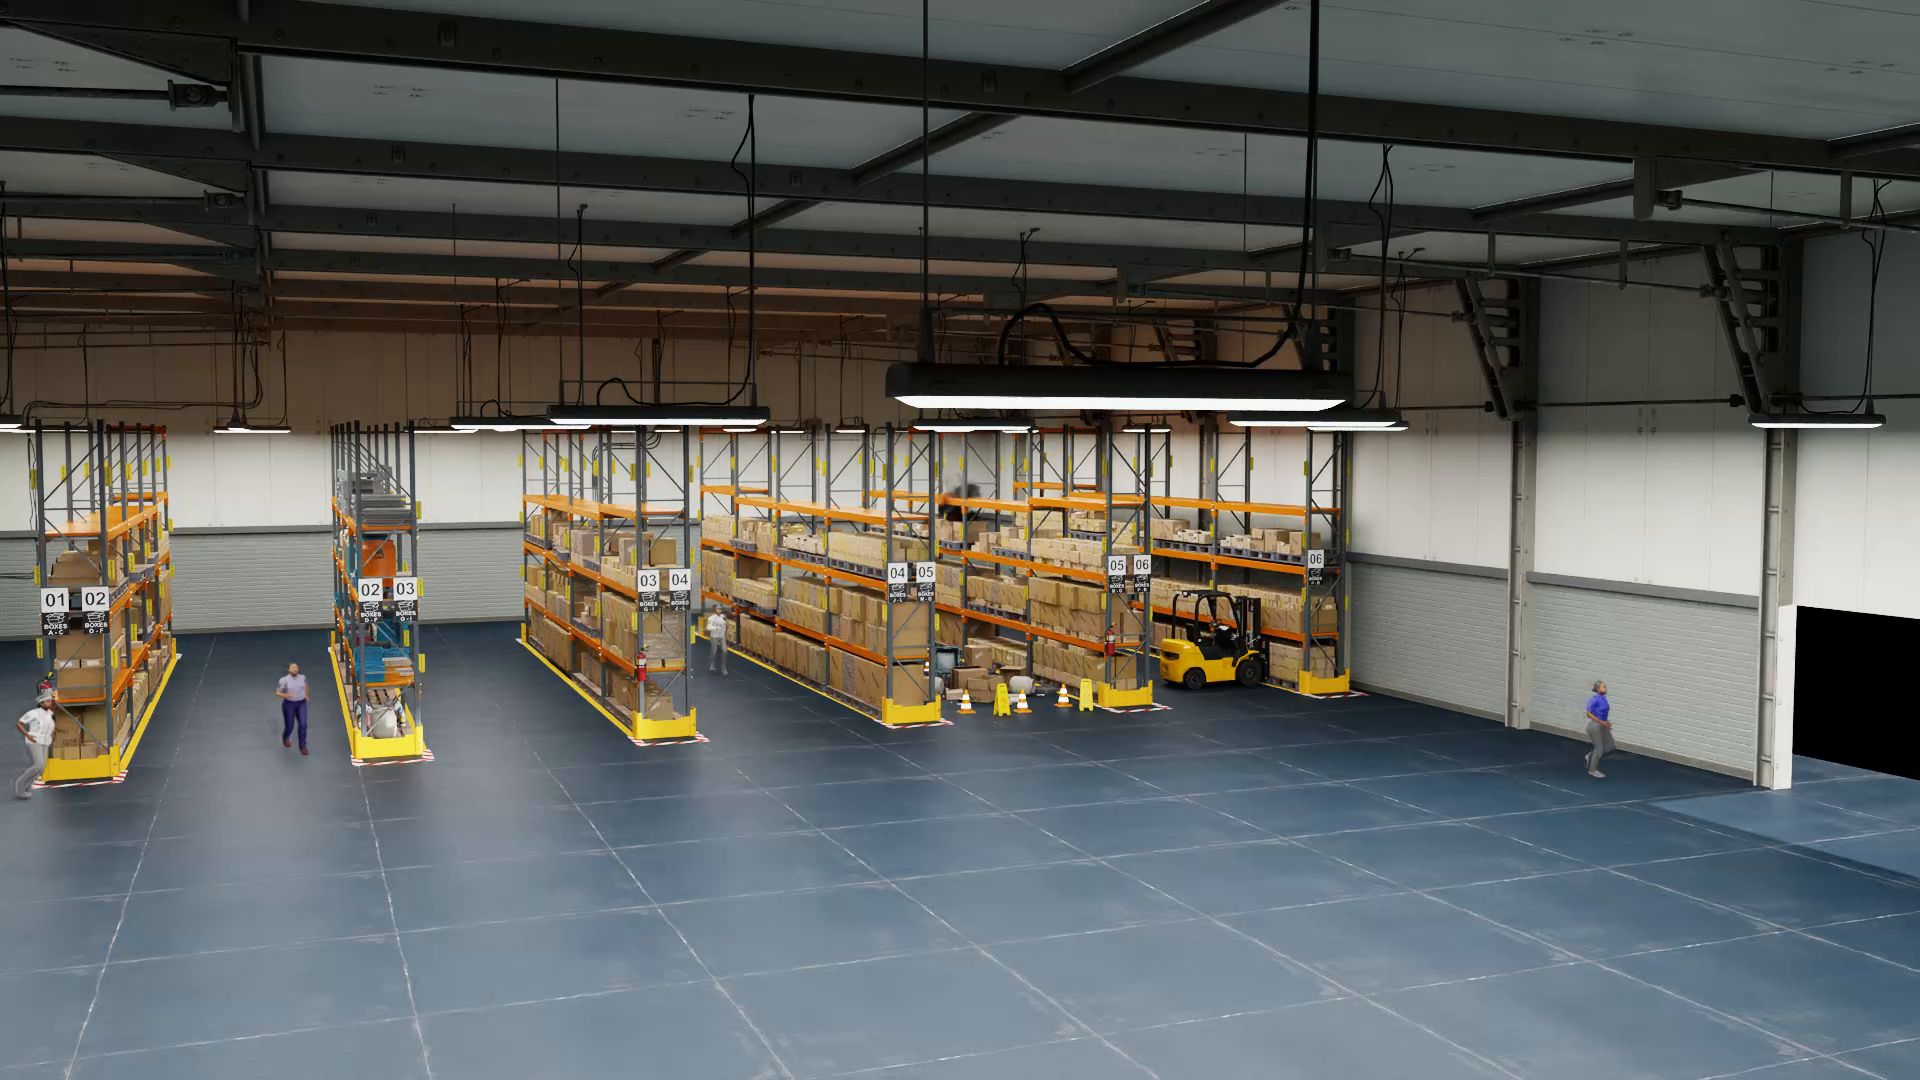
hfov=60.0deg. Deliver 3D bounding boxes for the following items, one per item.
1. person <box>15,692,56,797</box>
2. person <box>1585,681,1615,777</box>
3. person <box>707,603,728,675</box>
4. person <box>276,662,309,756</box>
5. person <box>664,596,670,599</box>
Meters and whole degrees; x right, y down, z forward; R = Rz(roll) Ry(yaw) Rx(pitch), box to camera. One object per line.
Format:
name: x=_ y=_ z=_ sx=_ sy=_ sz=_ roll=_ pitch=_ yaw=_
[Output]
person: x=-14.671 y=3.246 z=26.472 sx=0.550 sy=1.615 sz=0.647 roll=1 pitch=4 yaw=13
person: x=10.729 y=3.170 z=27.944 sx=0.581 sy=1.621 sz=0.553 roll=-3 pitch=5 yaw=-41
person: x=-5.842 y=2.377 z=40.058 sx=0.557 sy=1.737 sz=0.816 roll=-2 pitch=4 yaw=-28
person: x=-11.992 y=3.016 z=29.956 sx=0.606 sy=1.648 sz=0.924 roll=-3 pitch=4 yaw=-37
person: x=-8.494 y=1.887 z=48.093 sx=0.802 sy=1.767 sz=0.725 roll=2 pitch=4 yaw=30
